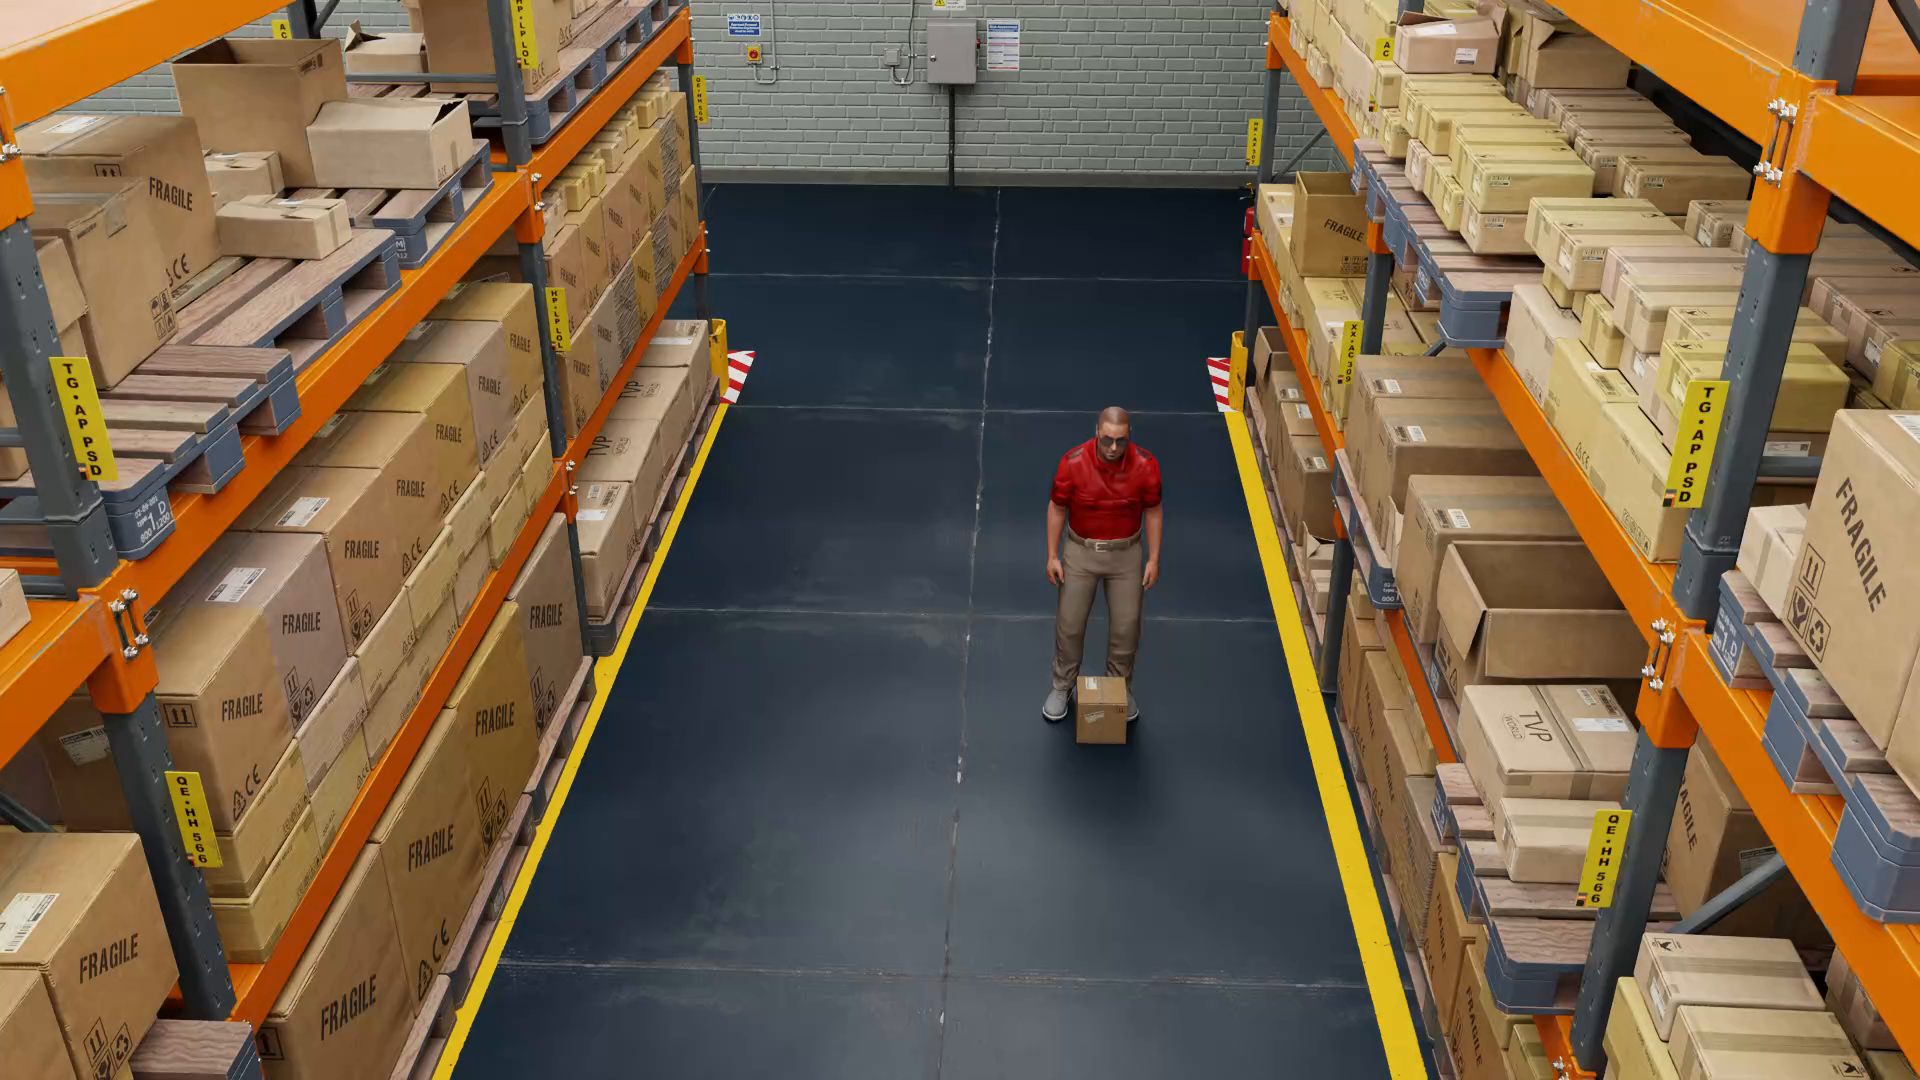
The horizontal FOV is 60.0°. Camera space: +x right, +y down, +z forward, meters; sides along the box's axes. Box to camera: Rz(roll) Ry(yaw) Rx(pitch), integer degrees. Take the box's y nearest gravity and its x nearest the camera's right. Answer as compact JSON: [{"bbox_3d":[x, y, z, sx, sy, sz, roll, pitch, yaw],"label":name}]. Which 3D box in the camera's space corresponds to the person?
[{"bbox_3d":[0.727,0.103,8.439,0.585,1.727,0.390,1,28,2],"label":"person"}]
